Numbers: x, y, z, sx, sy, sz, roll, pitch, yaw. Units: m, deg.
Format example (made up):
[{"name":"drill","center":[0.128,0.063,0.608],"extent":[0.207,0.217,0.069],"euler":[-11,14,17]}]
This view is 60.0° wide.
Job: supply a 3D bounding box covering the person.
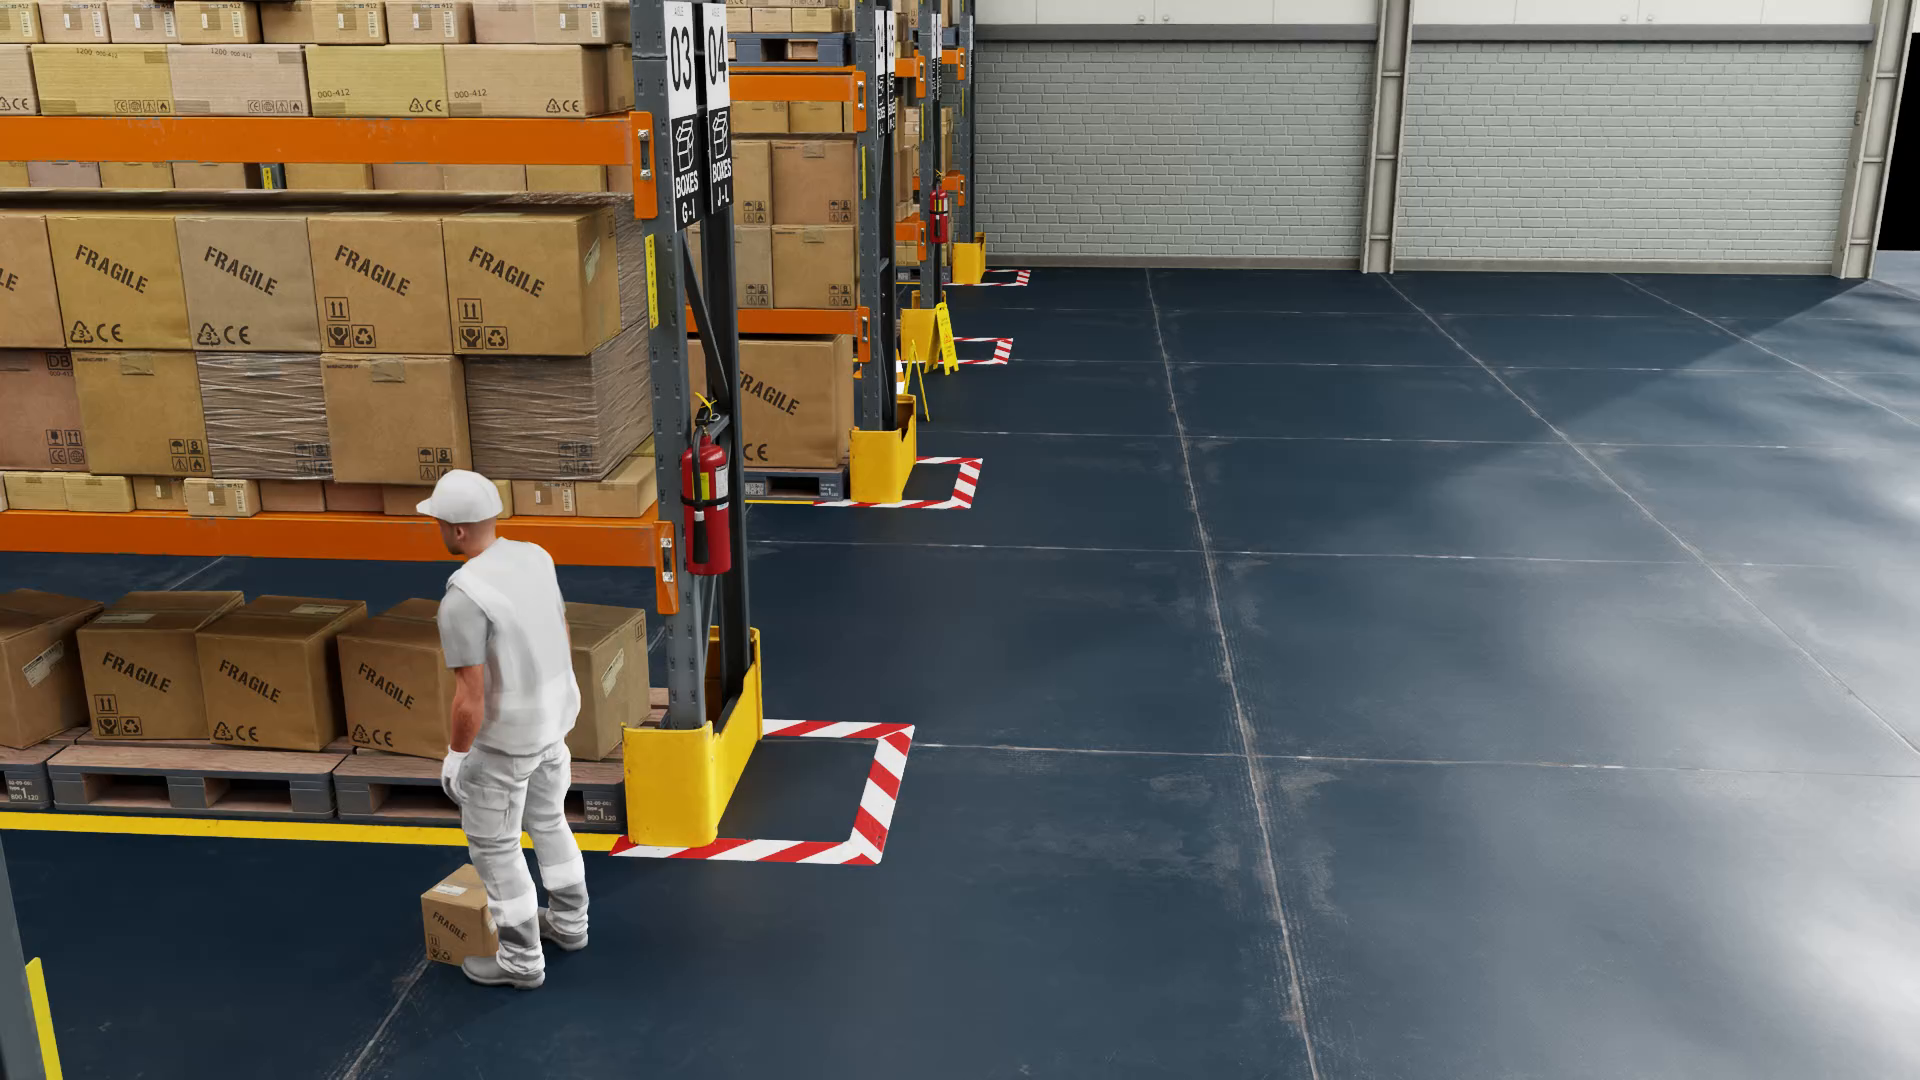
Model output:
[{"name":"person","center":[-1.503,0.629,5.508],"extent":[0.453,1.778,0.616],"euler":[7,19,21]}]
